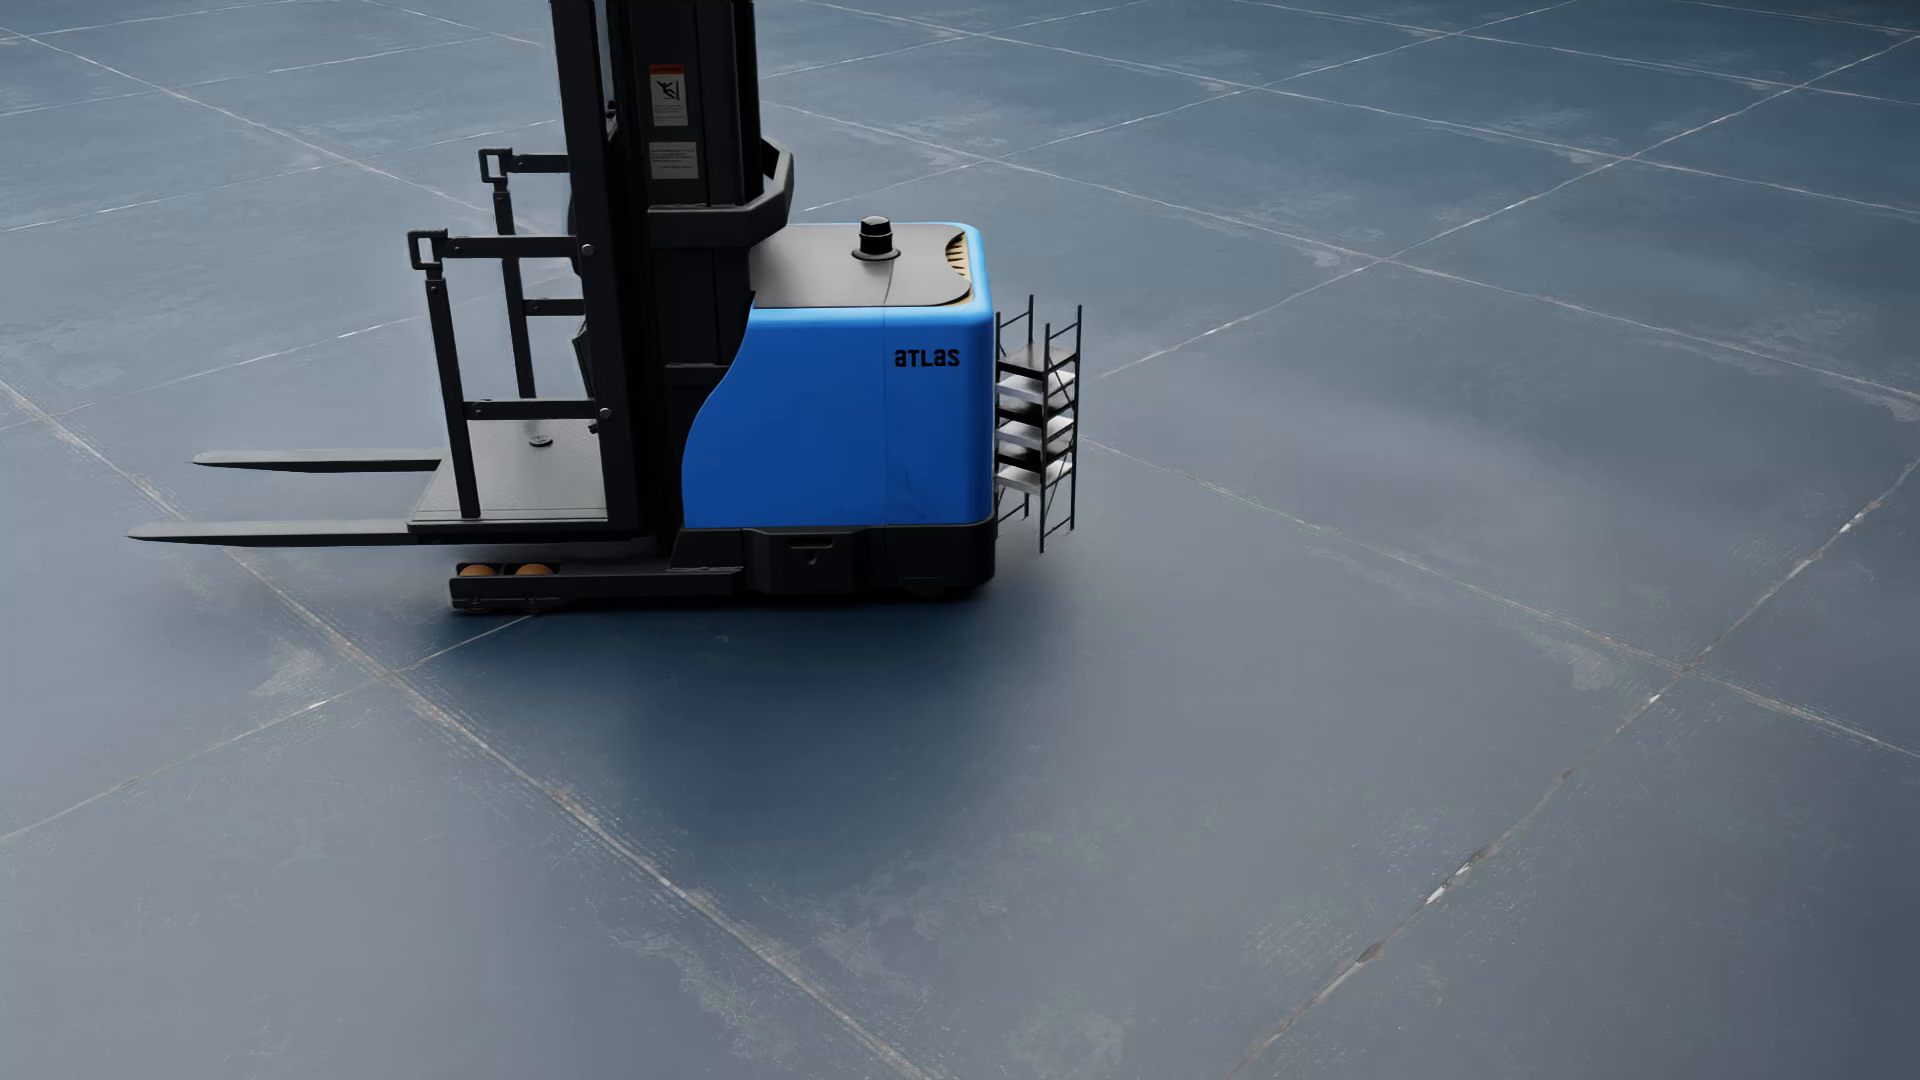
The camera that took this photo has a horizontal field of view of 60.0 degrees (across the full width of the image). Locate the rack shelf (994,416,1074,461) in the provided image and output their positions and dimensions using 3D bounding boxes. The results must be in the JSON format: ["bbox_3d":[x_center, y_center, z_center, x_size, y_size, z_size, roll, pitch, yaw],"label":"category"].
[{"bbox_3d":[0.280,-0.390,6.096,0.200,0.077,0.258,18,32,30],"label":"rack shelf"}]

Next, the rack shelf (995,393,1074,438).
[{"bbox_3d":[0.280,-0.469,6.054,0.200,0.077,0.258,18,32,30],"label":"rack shelf"}]

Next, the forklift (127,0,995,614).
[{"bbox_3d":[-1.406,-1.293,5.559,3.031,2.935,1.130,-1,28,-2],"label":"forklift"}]

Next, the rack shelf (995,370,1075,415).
[{"bbox_3d":[0.280,-0.549,6.012,0.200,0.077,0.258,18,32,30],"label":"rack shelf"}]

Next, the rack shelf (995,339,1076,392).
[{"bbox_3d":[0.280,-0.629,5.970,0.200,0.077,0.258,18,32,30],"label":"rack shelf"}]

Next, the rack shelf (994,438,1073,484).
[{"bbox_3d":[0.280,-0.310,6.138,0.200,0.077,0.258,18,32,30],"label":"rack shelf"}]

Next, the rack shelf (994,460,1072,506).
[{"bbox_3d":[0.280,-0.230,6.179,0.200,0.077,0.258,18,32,30],"label":"rack shelf"}]

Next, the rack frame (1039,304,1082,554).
[{"bbox_3d":[0.364,-0.392,6.030,0.006,0.900,0.240,18,32,30],"label":"rack frame"}]

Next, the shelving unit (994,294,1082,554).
[{"bbox_3d":[0.280,-0.419,6.080,0.210,0.900,0.258,18,32,30],"label":"shelving unit"}]

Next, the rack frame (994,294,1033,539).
[{"bbox_3d":[0.196,-0.446,6.131,0.006,0.900,0.240,18,32,30],"label":"rack frame"}]
